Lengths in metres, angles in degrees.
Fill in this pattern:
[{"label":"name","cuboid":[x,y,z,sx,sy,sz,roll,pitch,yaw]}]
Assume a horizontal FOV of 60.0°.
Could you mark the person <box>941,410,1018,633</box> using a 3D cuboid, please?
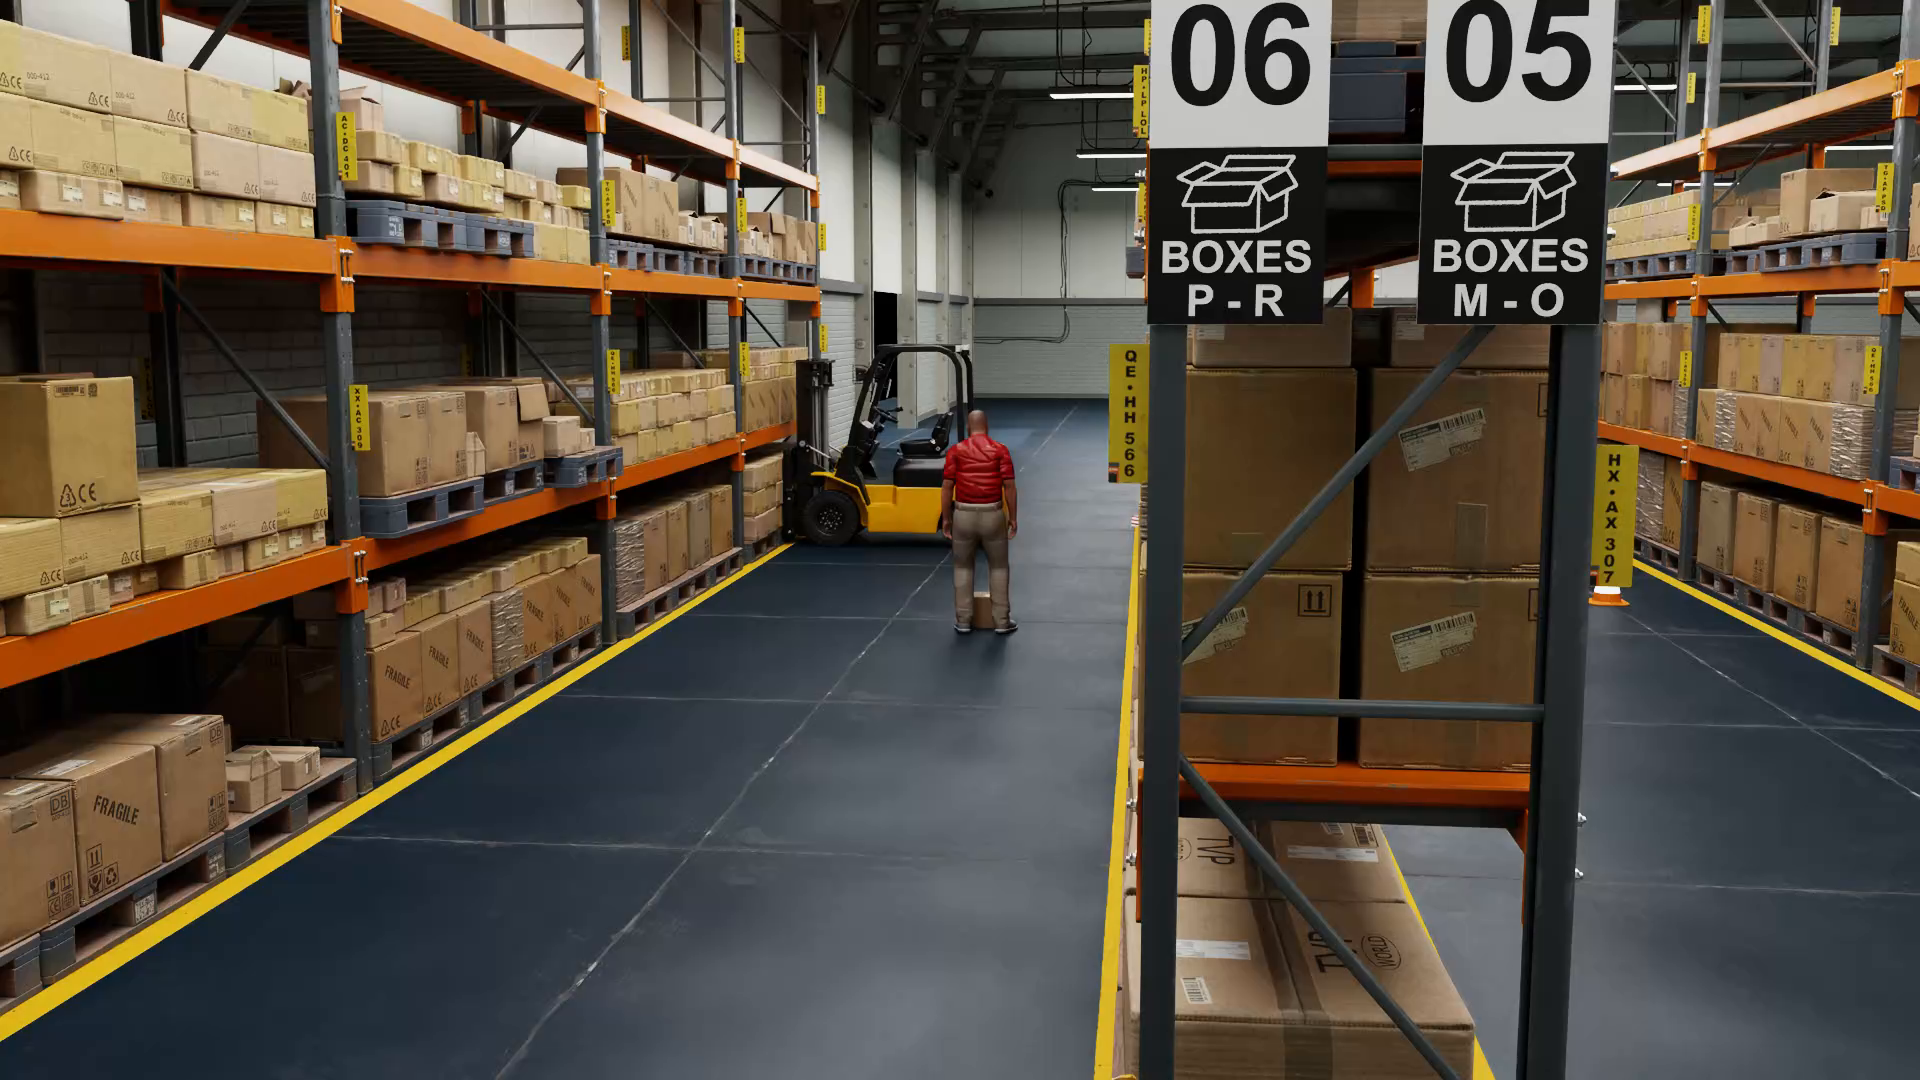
[{"label":"person","cuboid":[0.152,-0.142,12.921,0.591,1.726,0.388,1,8,5]}]
